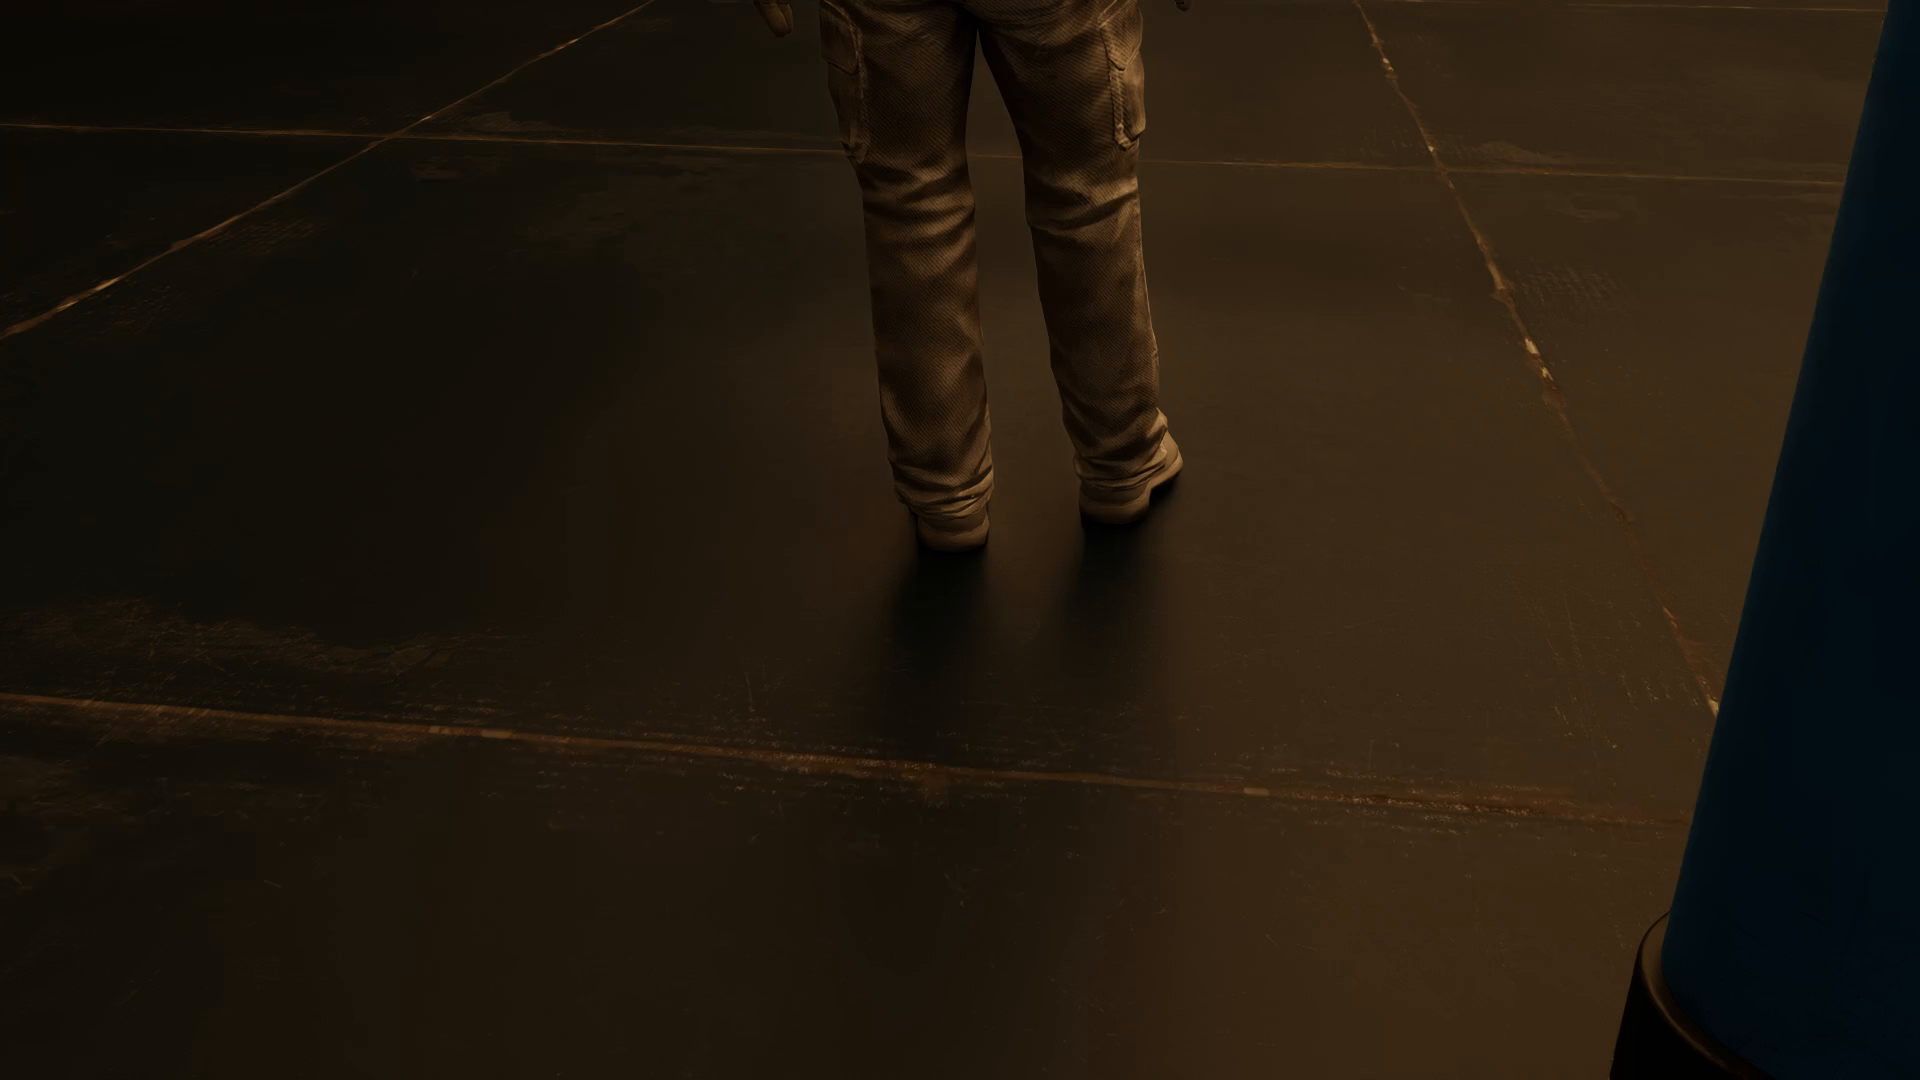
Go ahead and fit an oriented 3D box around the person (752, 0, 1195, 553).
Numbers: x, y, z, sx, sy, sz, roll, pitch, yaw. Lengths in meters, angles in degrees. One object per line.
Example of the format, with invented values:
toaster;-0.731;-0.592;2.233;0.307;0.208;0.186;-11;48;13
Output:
person;0.017;-0.836;2.162;0.656;1.784;0.575;3;27;7
